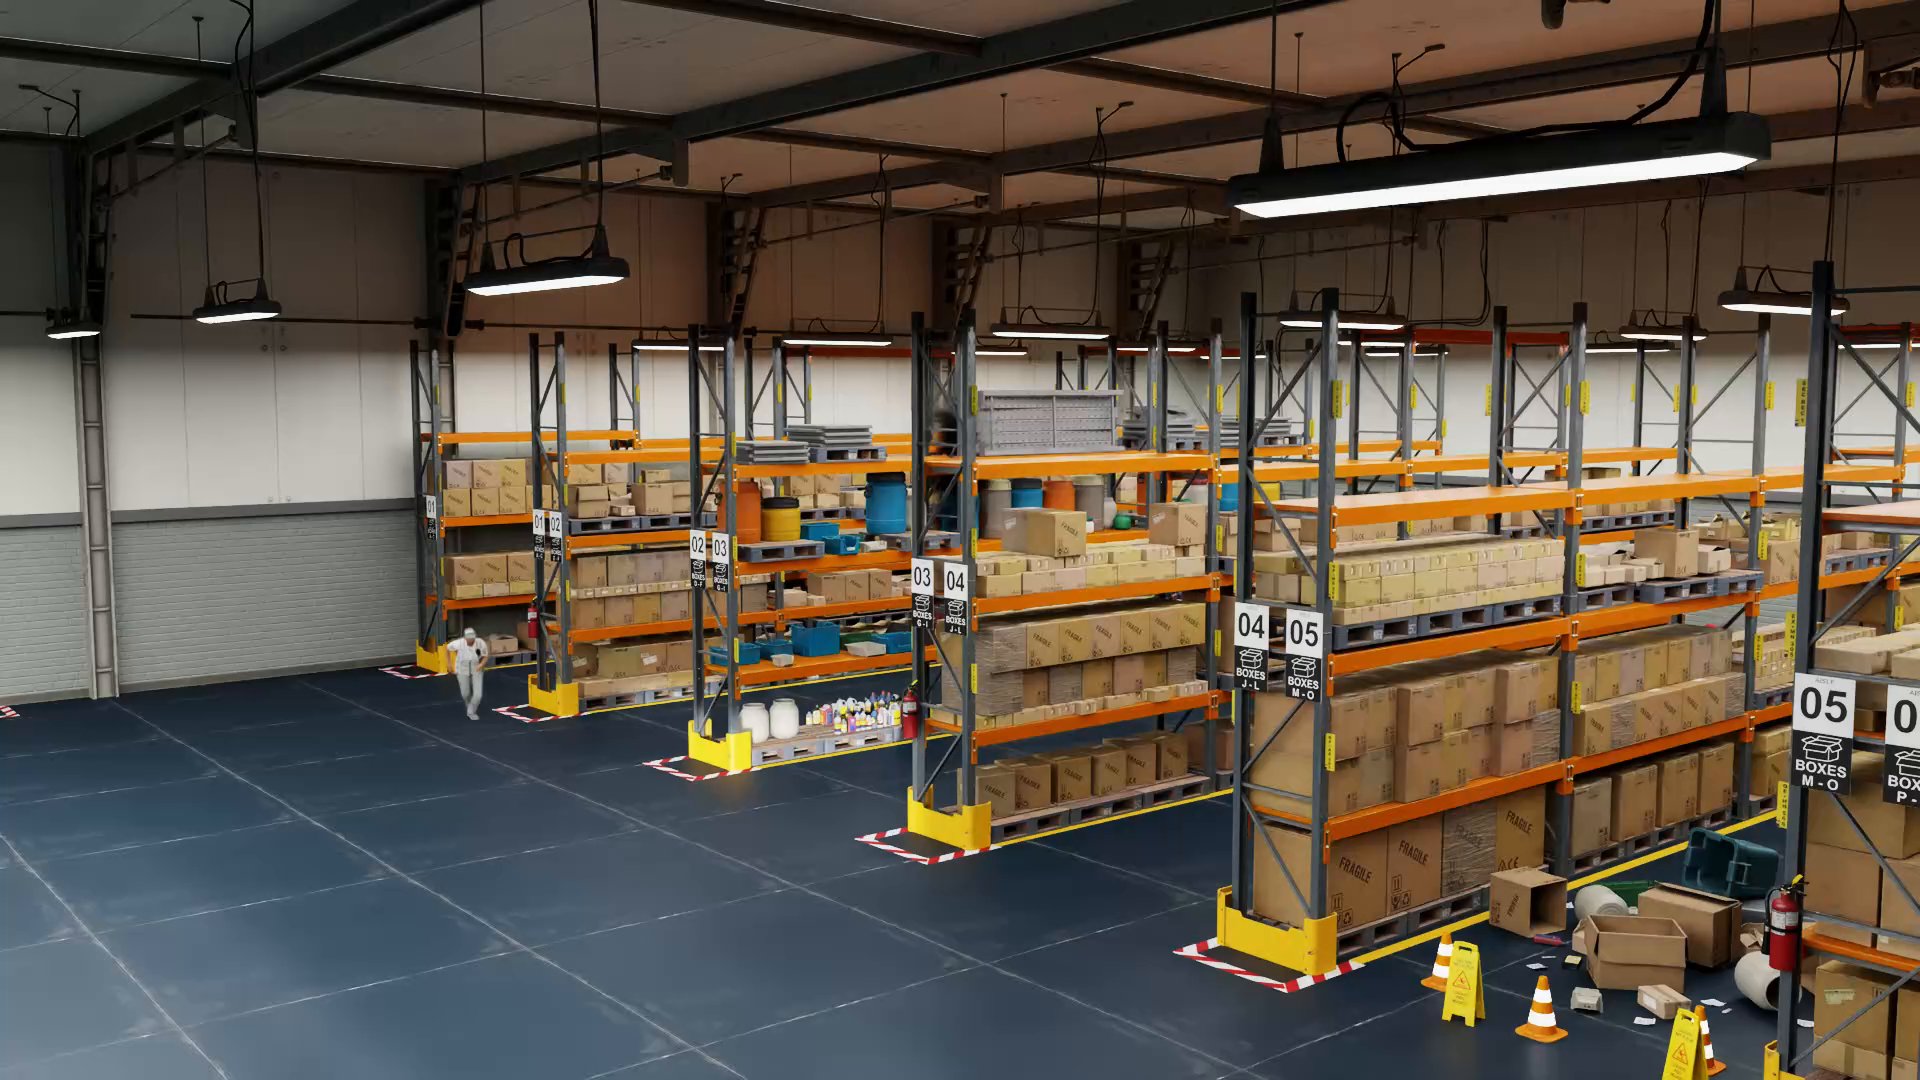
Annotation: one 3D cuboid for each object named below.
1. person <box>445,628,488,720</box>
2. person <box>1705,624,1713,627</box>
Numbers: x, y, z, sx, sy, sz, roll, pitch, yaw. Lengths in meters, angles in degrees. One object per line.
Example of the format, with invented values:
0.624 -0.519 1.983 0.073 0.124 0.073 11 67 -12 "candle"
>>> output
-7.600 2.067 25.637 0.634 1.494 0.812 -2 6 -19 "person"
11.072 2.045 24.549 0.980 1.653 0.719 -4 6 -34 "person"
